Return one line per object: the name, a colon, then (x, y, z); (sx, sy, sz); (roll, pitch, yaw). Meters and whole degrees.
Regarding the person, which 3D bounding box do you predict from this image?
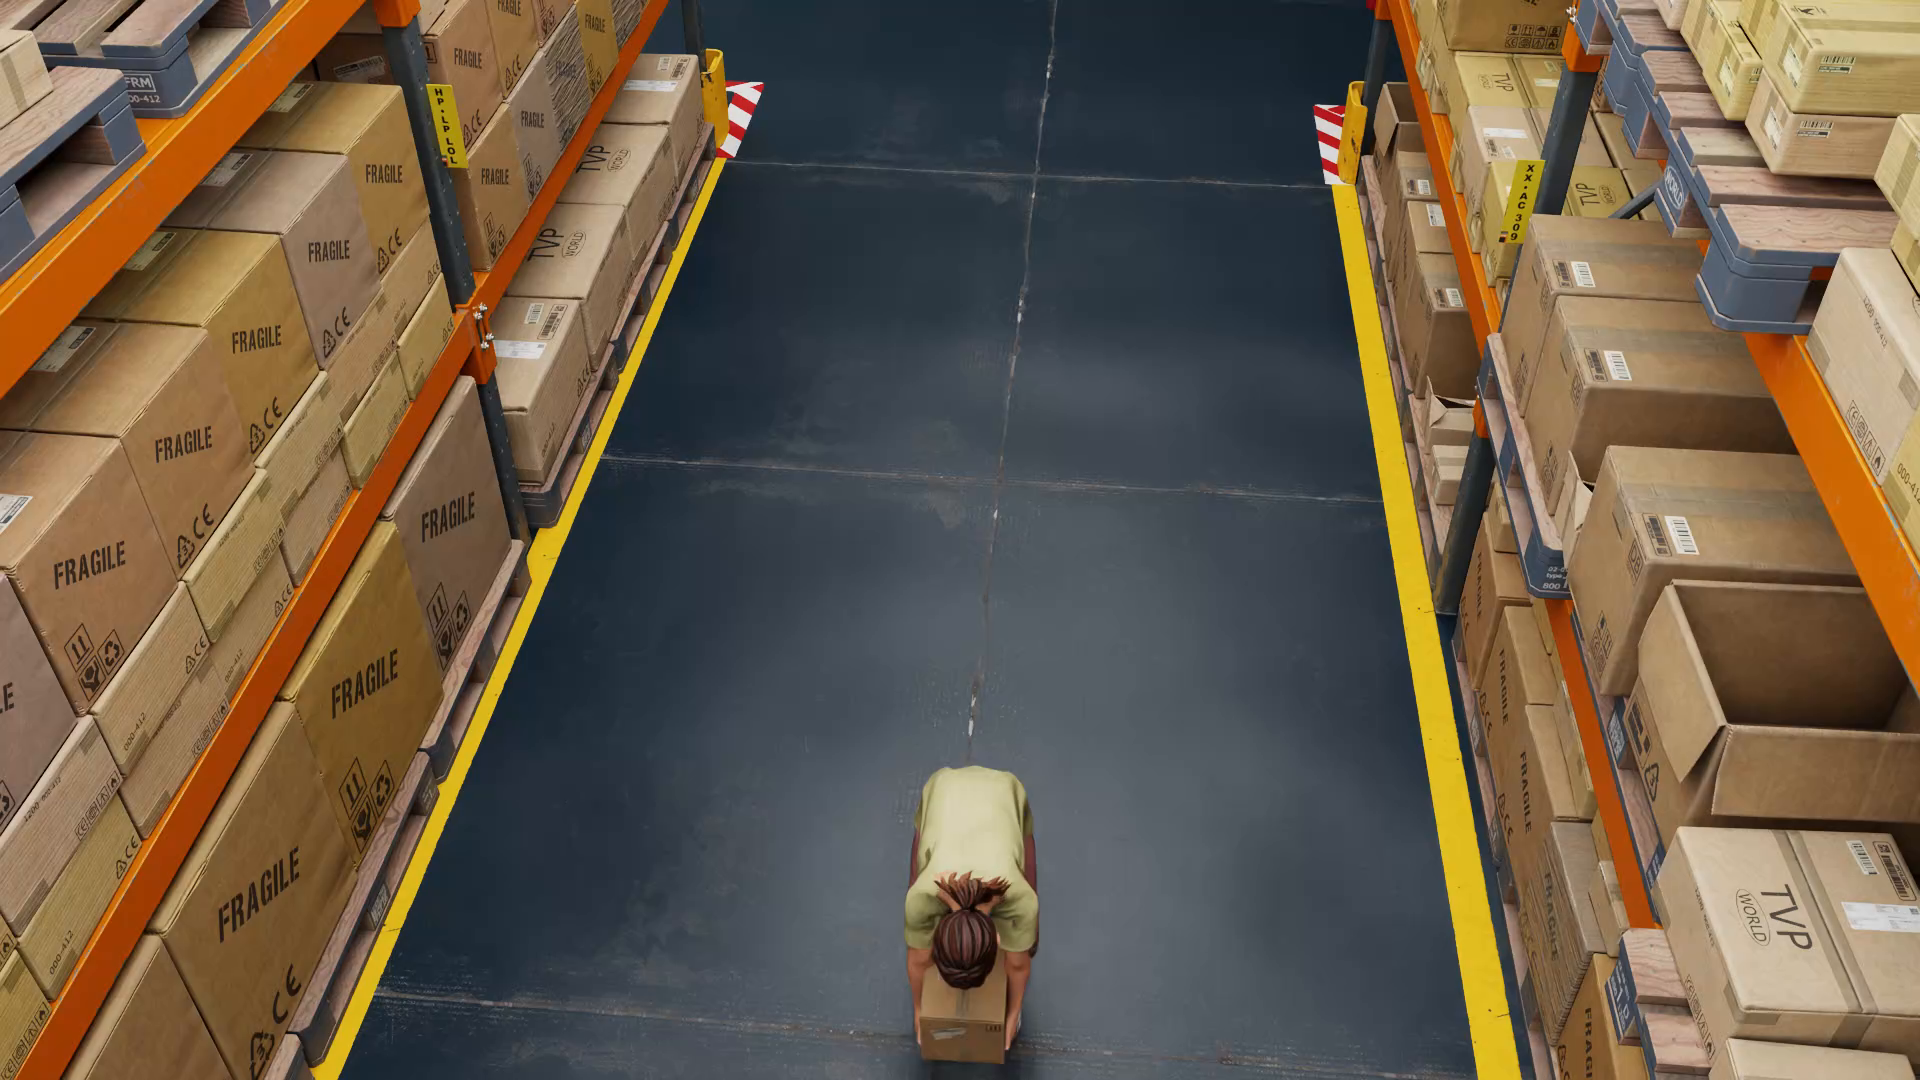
person: (0.029, 1.249, 5.083); (0.421, 1.158, 0.865); (2, 40, 2)
